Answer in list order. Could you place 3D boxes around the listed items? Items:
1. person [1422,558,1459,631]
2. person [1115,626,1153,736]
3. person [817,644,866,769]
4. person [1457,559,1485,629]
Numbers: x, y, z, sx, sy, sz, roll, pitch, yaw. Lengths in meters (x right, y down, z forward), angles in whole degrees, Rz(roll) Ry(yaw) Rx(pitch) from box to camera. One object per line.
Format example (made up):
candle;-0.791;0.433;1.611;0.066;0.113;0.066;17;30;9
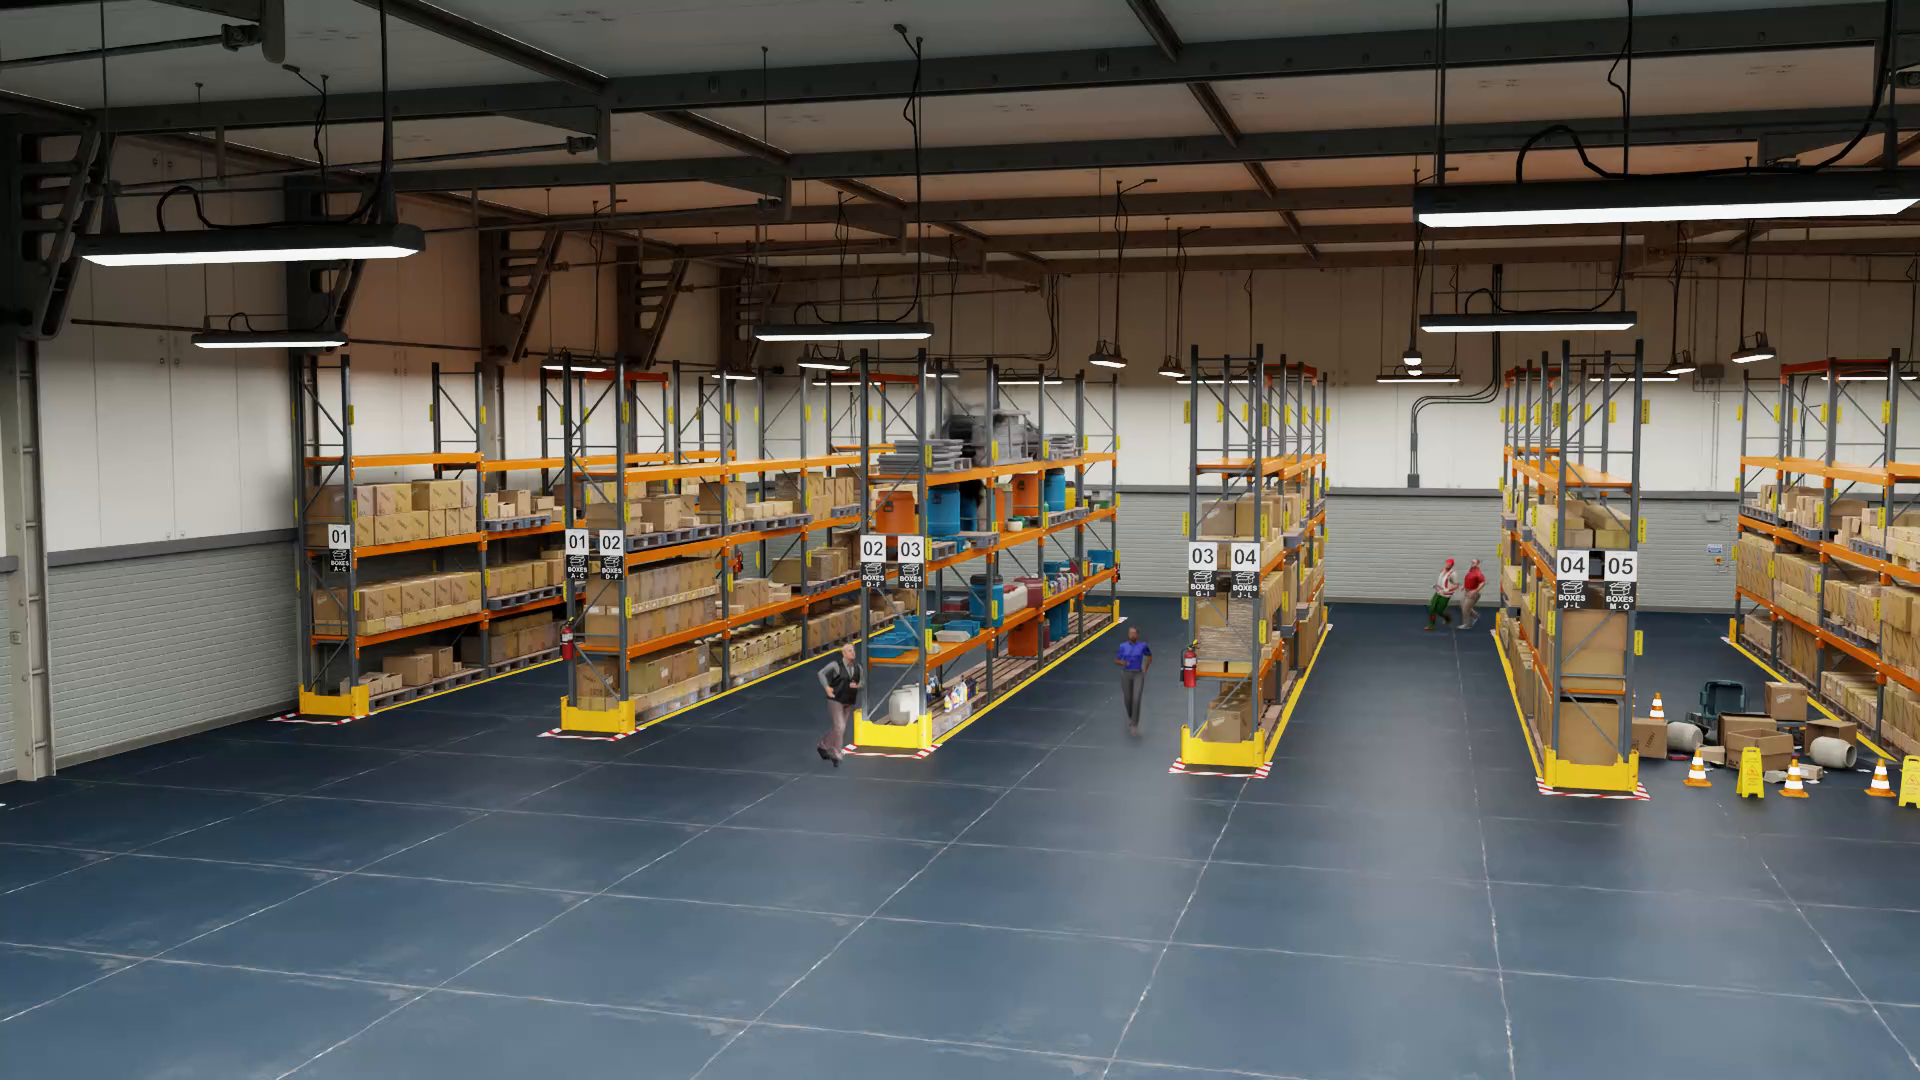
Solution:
person;11.260;1.269;38.560;0.773;1.721;0.741;-2;5;-27
person;2.726;2.185;26.204;0.581;1.659;0.876;1;4;11
person;-1.704;2.378;23.947;0.659;1.773;0.766;-3;6;-39
person;12.012;1.261;38.819;0.618;1.669;0.705;-1;4;-17
